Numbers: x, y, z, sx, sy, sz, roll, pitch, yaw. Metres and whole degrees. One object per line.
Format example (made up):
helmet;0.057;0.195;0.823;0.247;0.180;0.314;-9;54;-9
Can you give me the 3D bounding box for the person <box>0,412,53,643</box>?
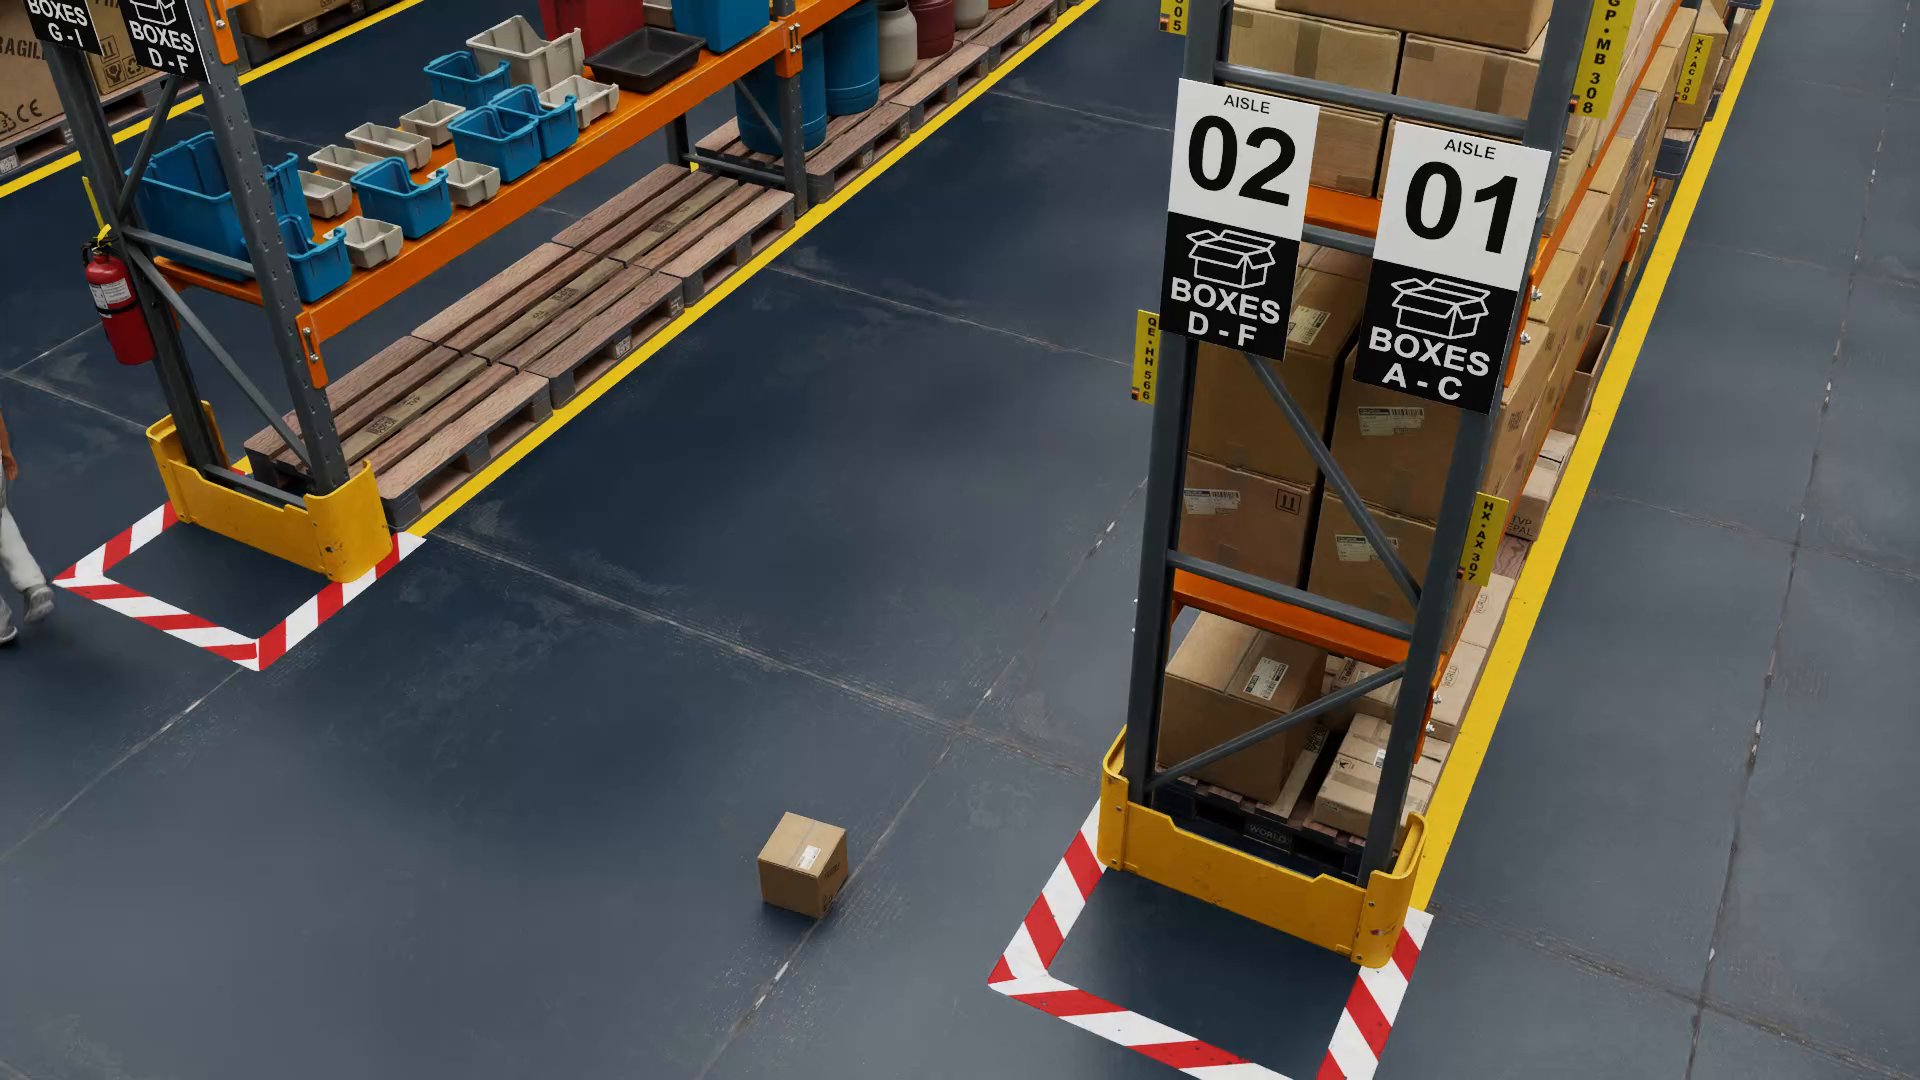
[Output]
person;-4.300;-0.276;7.076;0.458;1.664;0.530;23;44;26
